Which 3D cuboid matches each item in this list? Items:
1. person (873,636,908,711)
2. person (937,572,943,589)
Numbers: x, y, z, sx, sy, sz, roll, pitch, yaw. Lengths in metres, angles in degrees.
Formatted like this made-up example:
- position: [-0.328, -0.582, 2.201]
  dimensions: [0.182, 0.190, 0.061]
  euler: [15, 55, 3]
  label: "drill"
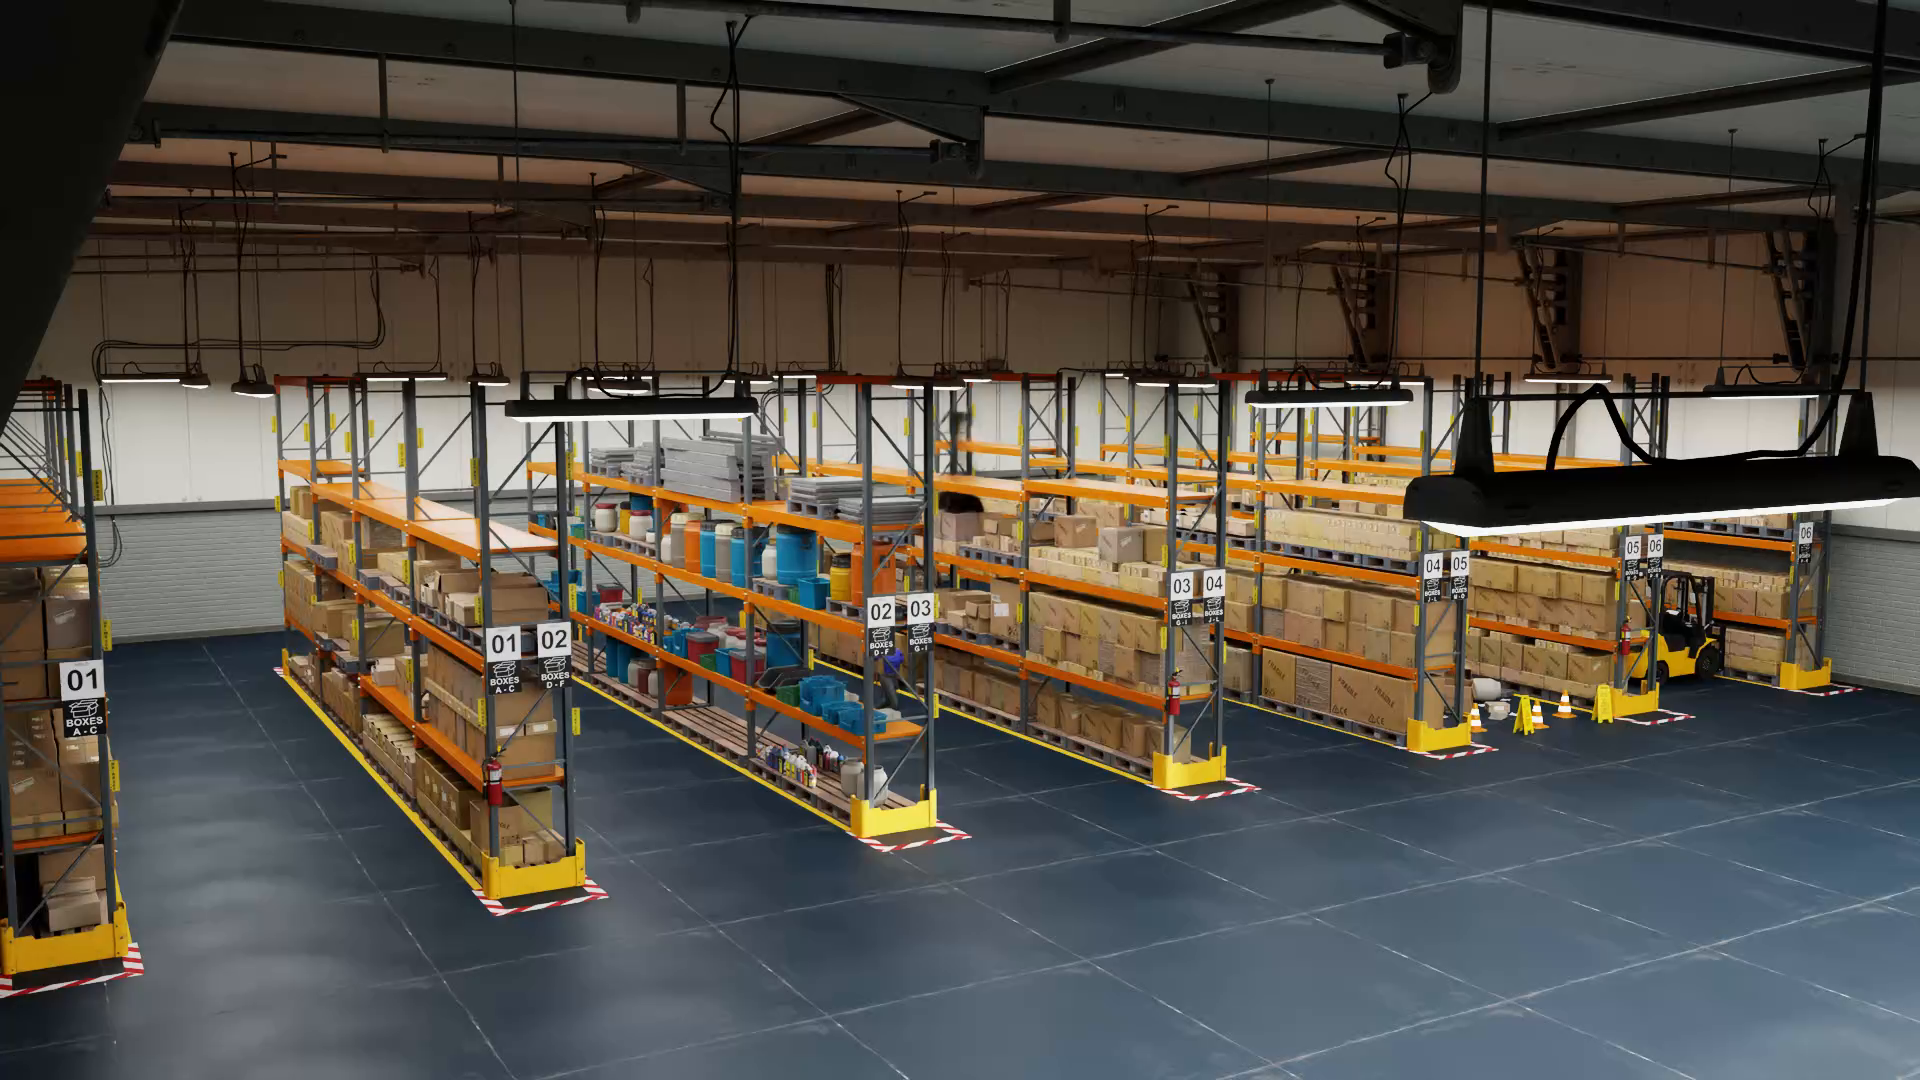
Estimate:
- position: [-1.199, 2.410, 28.170]
  dimensions: [0.901, 1.682, 0.559]
  euler: [6, 8, 42]
  label: "person"
- position: [-0.704, 1.306, 38.095]
  dimensions: [0.702, 1.730, 0.667]
  euler: [-3, 7, -26]
  label: "person"
